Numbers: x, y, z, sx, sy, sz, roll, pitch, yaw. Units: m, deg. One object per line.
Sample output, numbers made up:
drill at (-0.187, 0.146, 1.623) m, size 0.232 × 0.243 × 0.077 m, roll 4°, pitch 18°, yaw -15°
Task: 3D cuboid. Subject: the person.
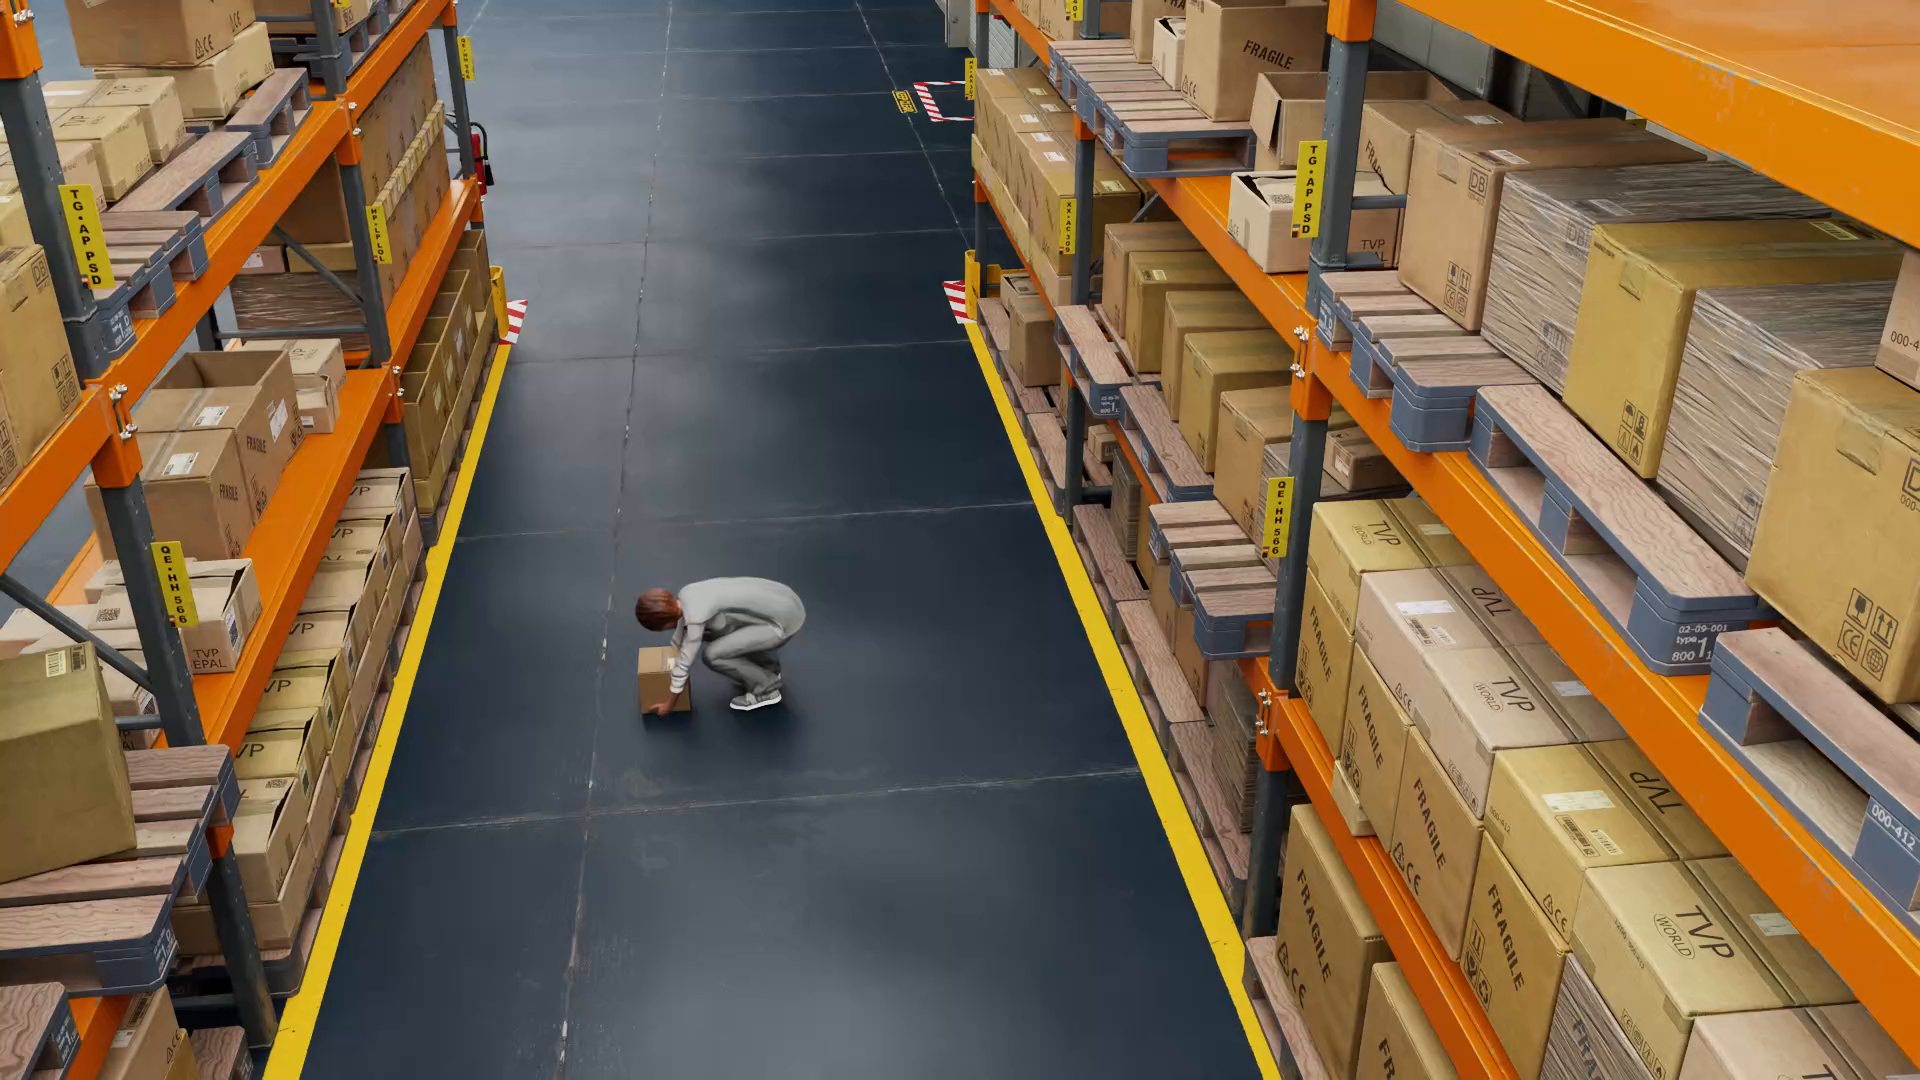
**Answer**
person at (-1.225, 0.531, 8.624) m, size 0.863 × 0.694 × 0.421 m, roll -4°, pitch 28°, yaw -8°
